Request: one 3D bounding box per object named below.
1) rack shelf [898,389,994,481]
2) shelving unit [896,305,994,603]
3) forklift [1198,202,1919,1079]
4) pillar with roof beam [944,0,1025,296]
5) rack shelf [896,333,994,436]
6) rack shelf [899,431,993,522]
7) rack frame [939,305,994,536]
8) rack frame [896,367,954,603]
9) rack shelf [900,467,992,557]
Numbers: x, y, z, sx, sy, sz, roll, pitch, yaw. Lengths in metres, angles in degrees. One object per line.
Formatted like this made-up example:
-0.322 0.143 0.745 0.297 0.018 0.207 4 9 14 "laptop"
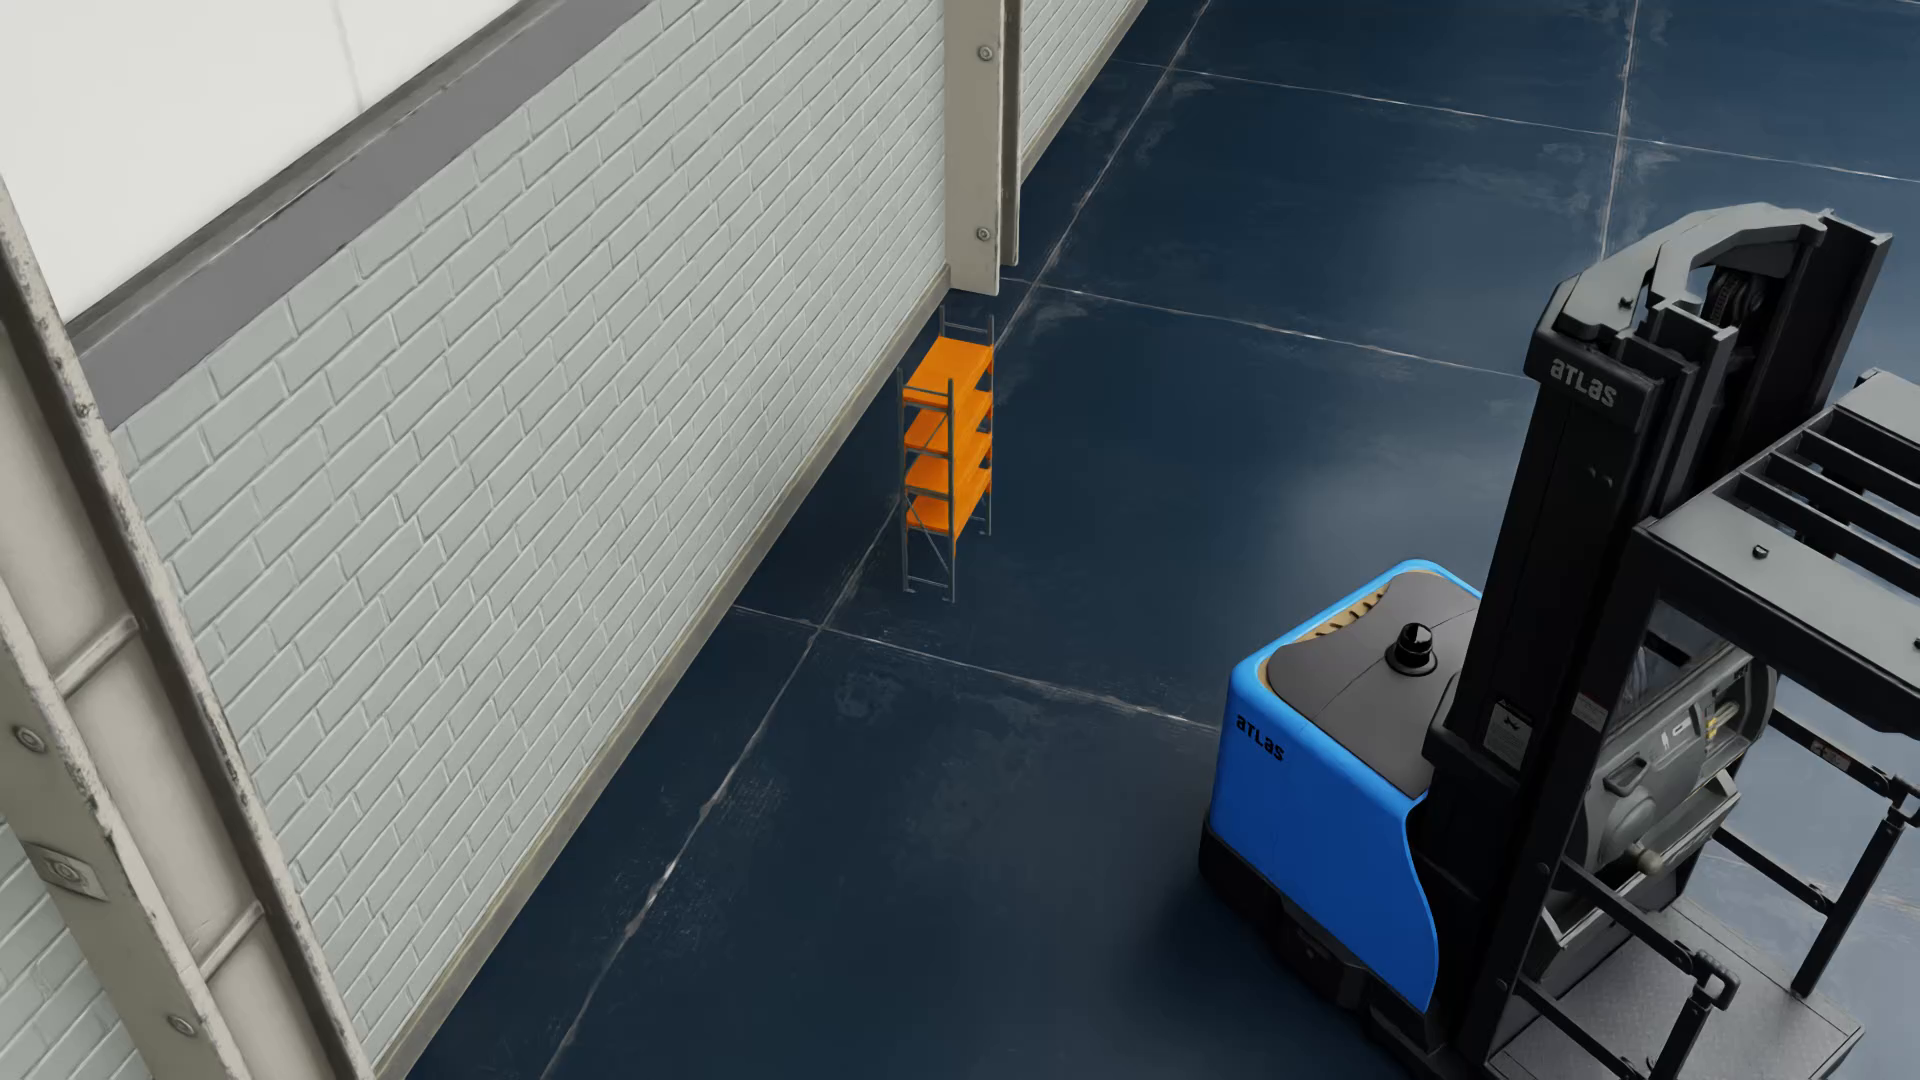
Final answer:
-0.057 -0.474 7.094 0.258 0.148 0.480 13 42 15 "rack shelf"
-0.057 -0.355 7.196 0.258 1.200 0.503 13 42 15 "shelving unit"
2.192 0.691 4.636 1.130 2.935 3.031 -27 47 -28 "forklift"
4.170 -3.986 5.443 9.100 9.000 0.400 13 42 15 "pillar with roof beam"
-0.057 -0.654 6.941 0.258 0.148 0.480 13 42 15 "rack shelf"
-0.057 -0.304 7.240 0.258 0.148 0.480 13 42 15 "rack shelf"
0.027 -0.504 7.370 0.240 1.200 0.015 13 42 15 "rack frame"
-0.140 -0.207 7.021 0.240 1.200 0.015 13 42 15 "rack frame"
-0.057 -0.153 7.368 0.258 0.148 0.480 13 42 15 "rack shelf"
